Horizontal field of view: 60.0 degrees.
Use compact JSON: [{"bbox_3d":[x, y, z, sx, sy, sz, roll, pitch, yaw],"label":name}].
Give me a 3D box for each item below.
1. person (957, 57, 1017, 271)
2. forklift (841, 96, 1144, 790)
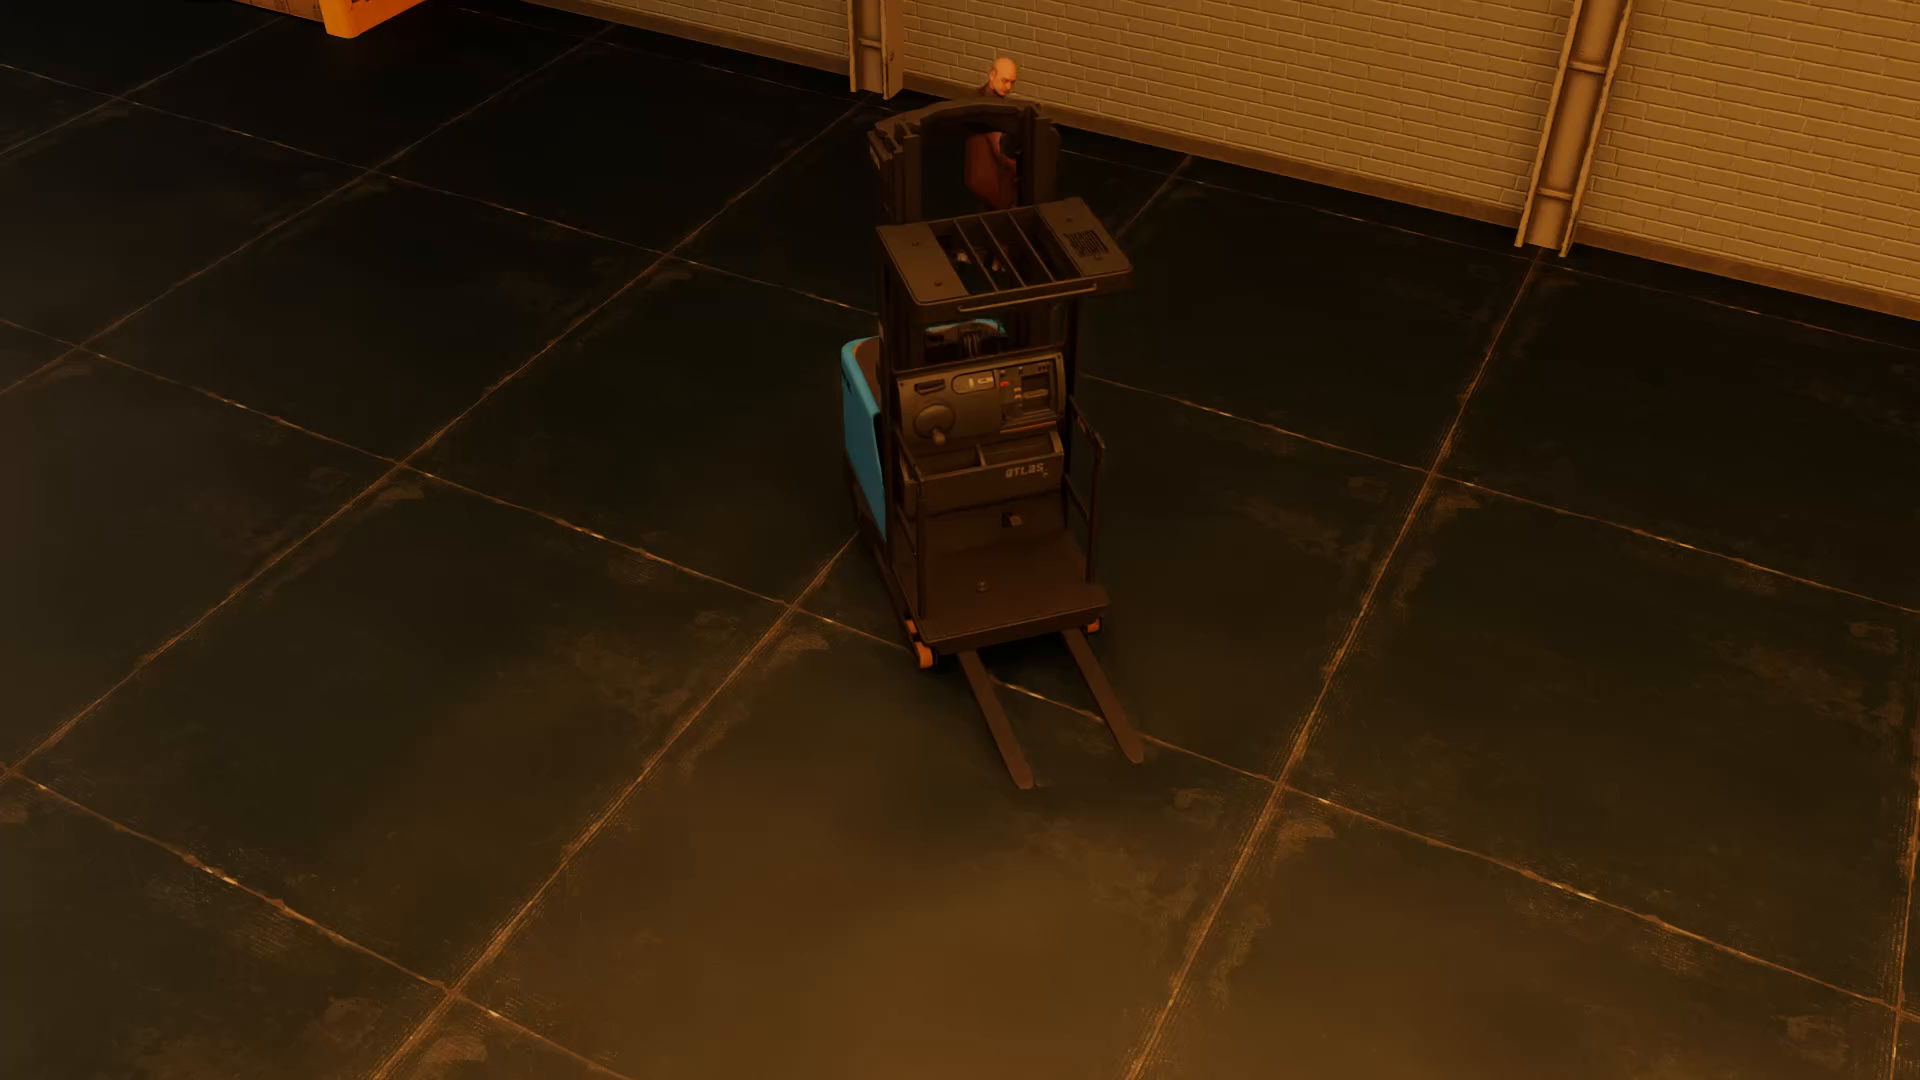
[{"bbox_3d":[0.369,-2.729,12.203,0.797,1.677,0.876,-14,42,-16],"label":"person"},{"bbox_3d":[0.186,-0.681,8.796,1.130,2.935,3.031,-11,41,-13],"label":"forklift"}]
